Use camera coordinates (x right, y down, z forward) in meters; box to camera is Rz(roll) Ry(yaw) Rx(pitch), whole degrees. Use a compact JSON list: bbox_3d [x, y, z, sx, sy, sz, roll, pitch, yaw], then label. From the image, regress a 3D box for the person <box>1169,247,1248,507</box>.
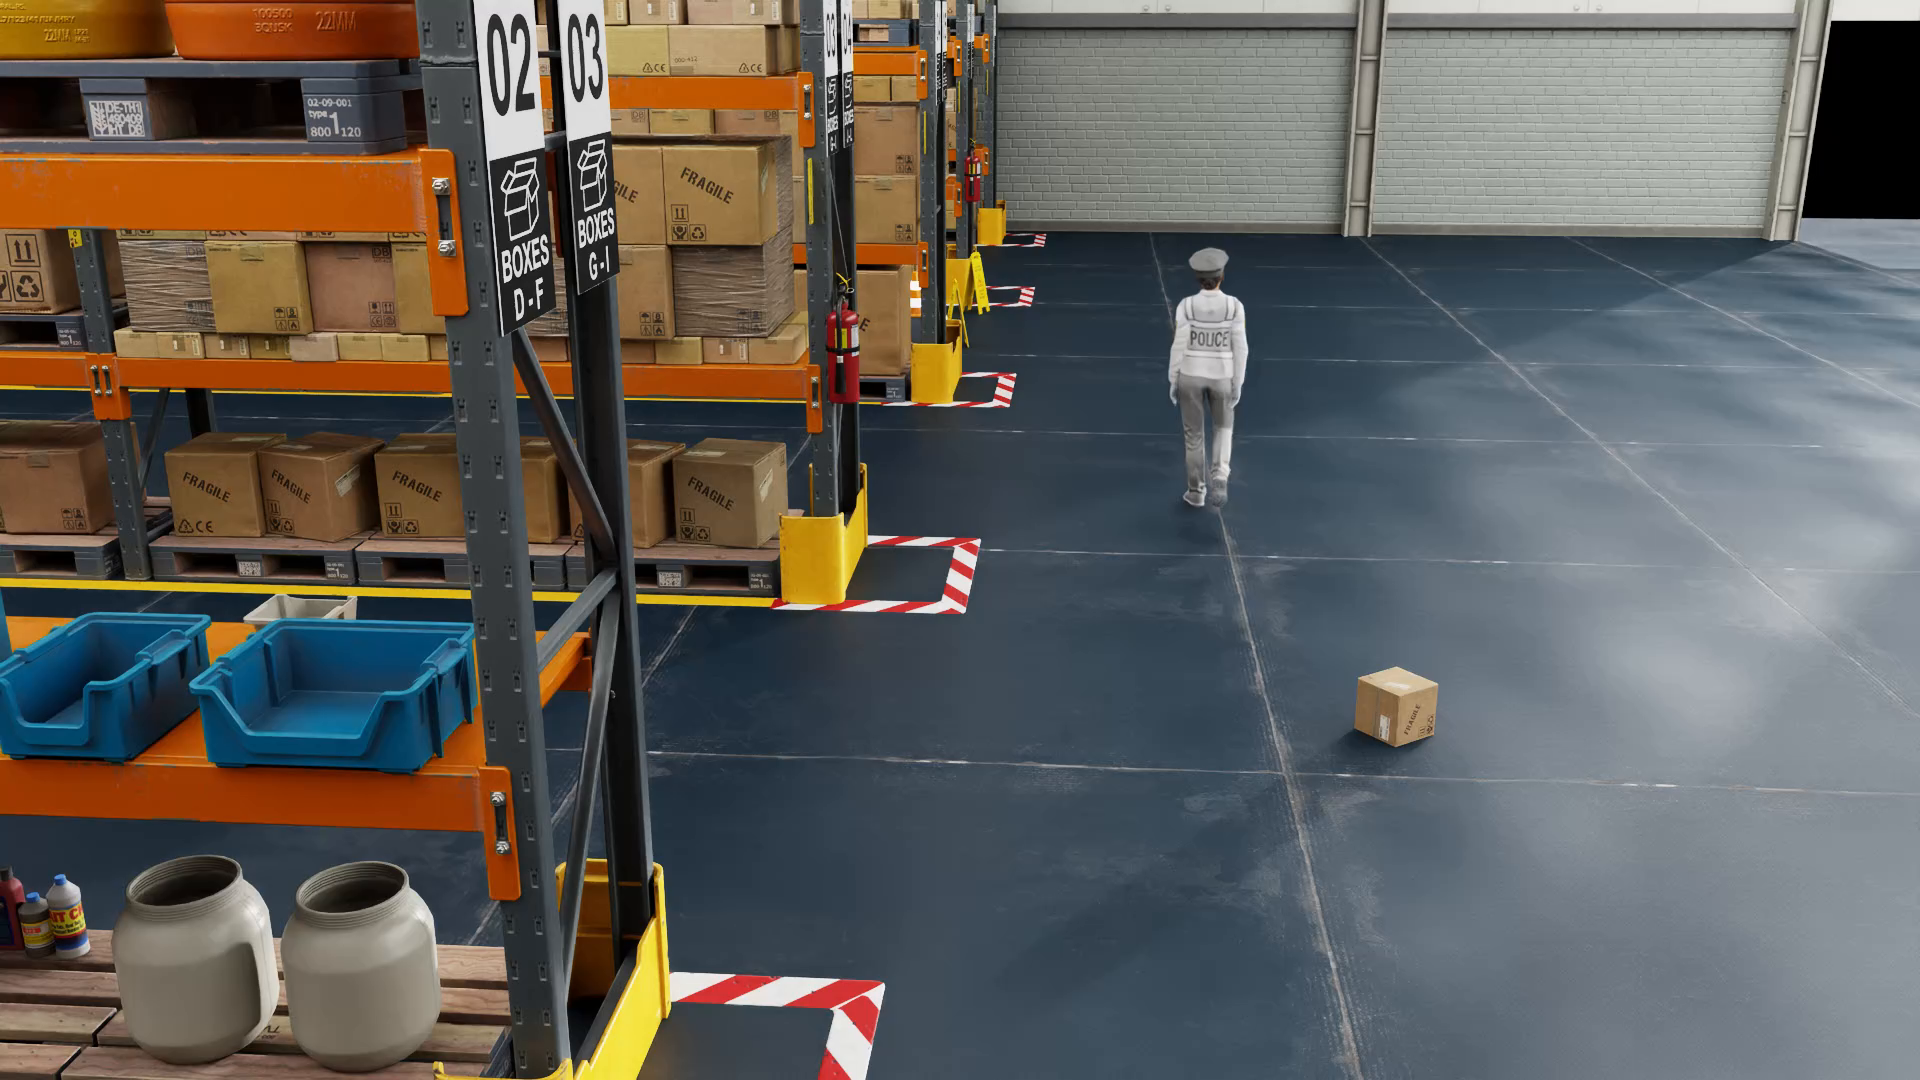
[{"bbox_3d":[1.581,-1.017,10.631,0.487,1.681,0.475,1,18,3],"label":"person"}]
